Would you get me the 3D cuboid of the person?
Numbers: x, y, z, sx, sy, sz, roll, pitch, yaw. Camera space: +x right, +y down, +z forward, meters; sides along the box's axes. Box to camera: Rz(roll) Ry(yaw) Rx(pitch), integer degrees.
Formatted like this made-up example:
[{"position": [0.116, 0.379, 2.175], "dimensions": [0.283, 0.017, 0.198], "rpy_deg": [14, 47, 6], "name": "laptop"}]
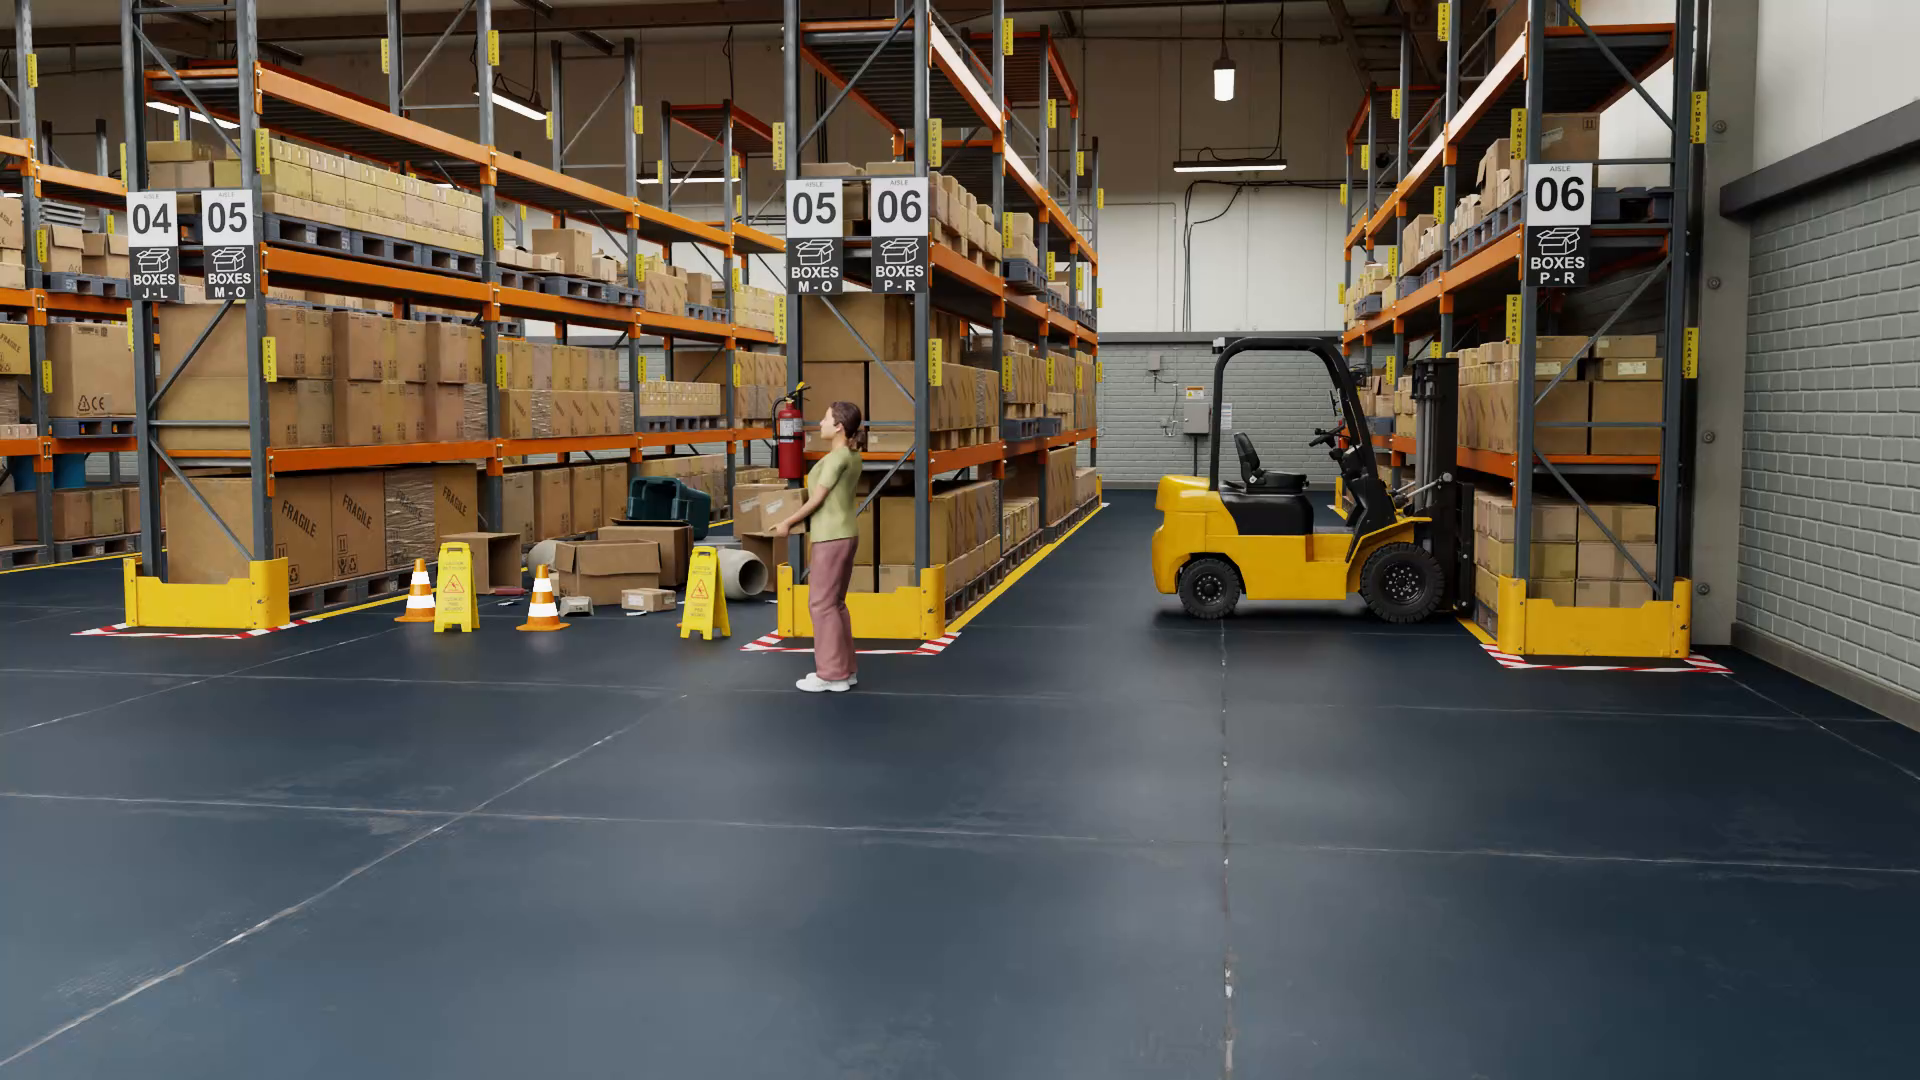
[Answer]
[{"position": [-0.799, 0.029, 9.565], "dimensions": [0.559, 1.662, 0.428], "rpy_deg": [1, 5, 9], "name": "person"}]
